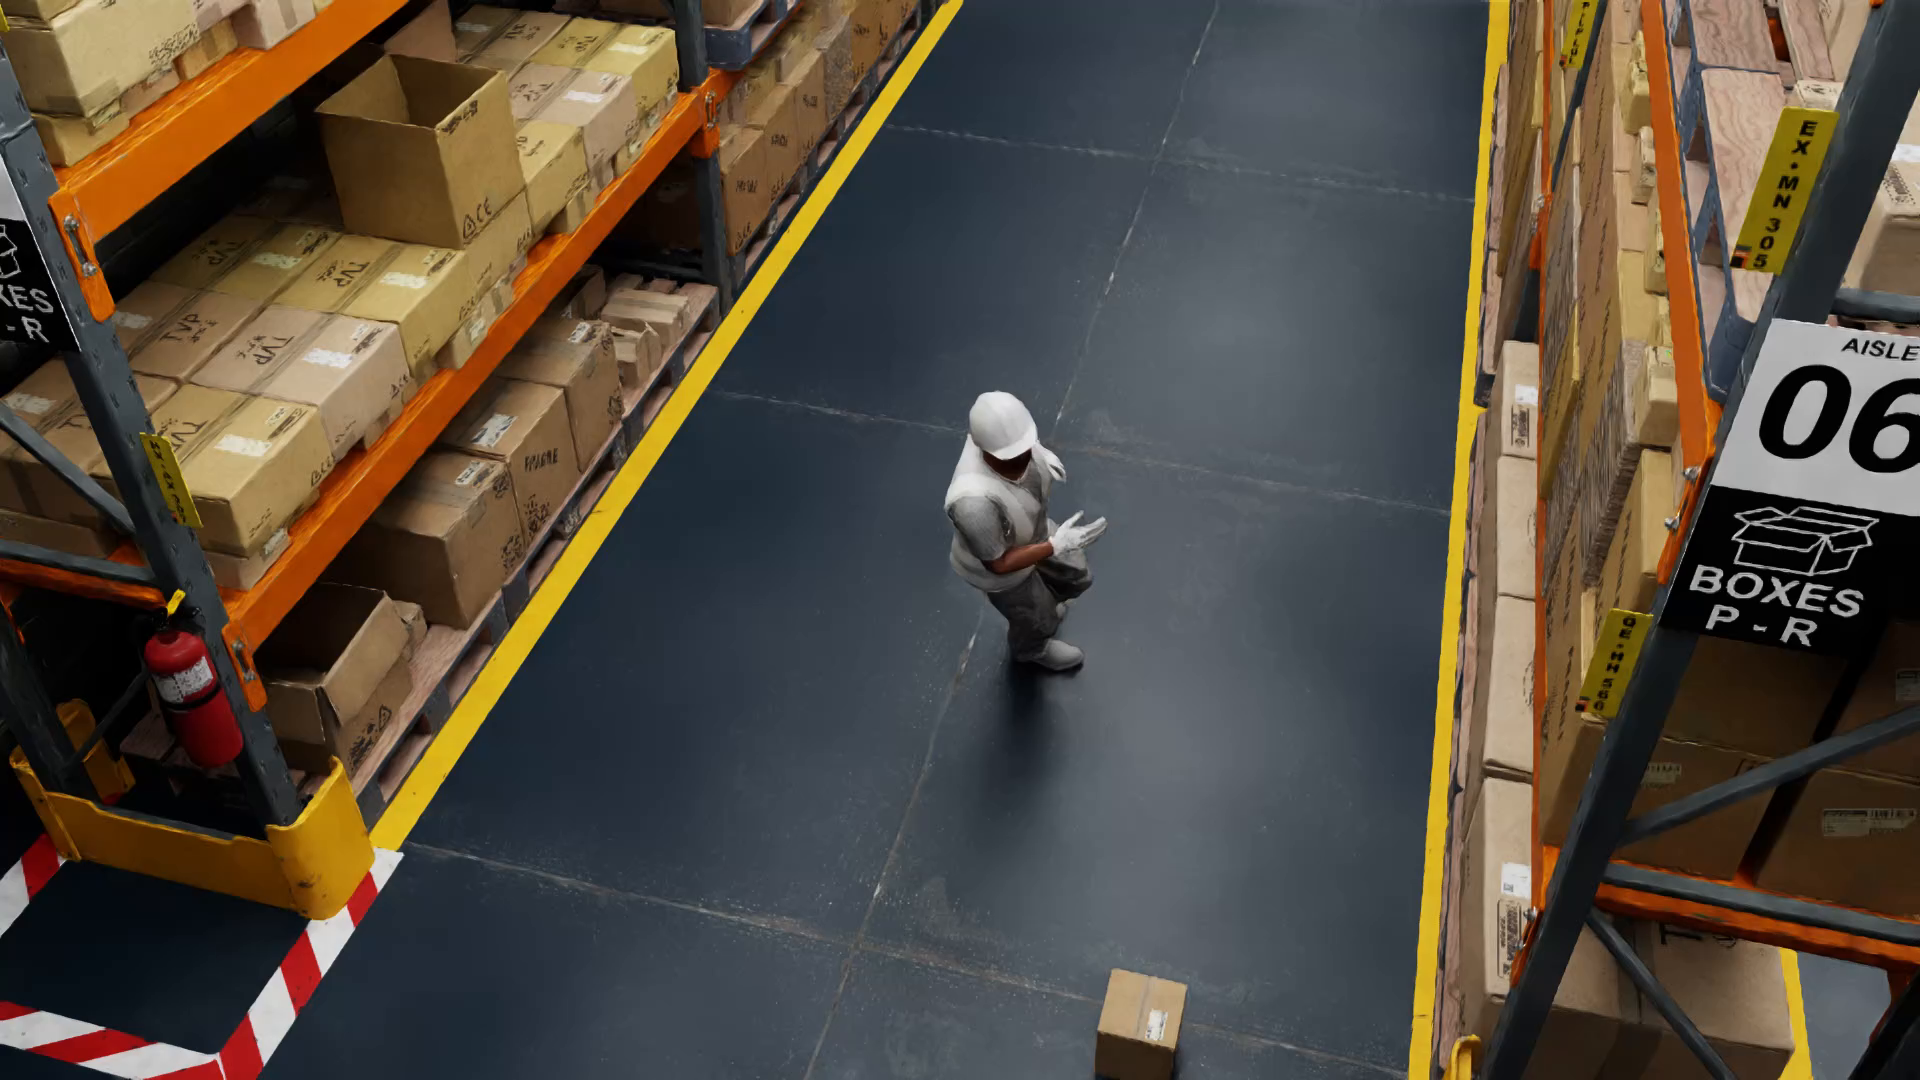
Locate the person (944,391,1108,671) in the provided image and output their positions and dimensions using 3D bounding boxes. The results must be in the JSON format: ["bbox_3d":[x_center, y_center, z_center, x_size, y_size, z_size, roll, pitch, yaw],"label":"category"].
[{"bbox_3d":[0.295,-0.009,6.248,0.573,1.663,0.944,13,42,15],"label":"person"}]
